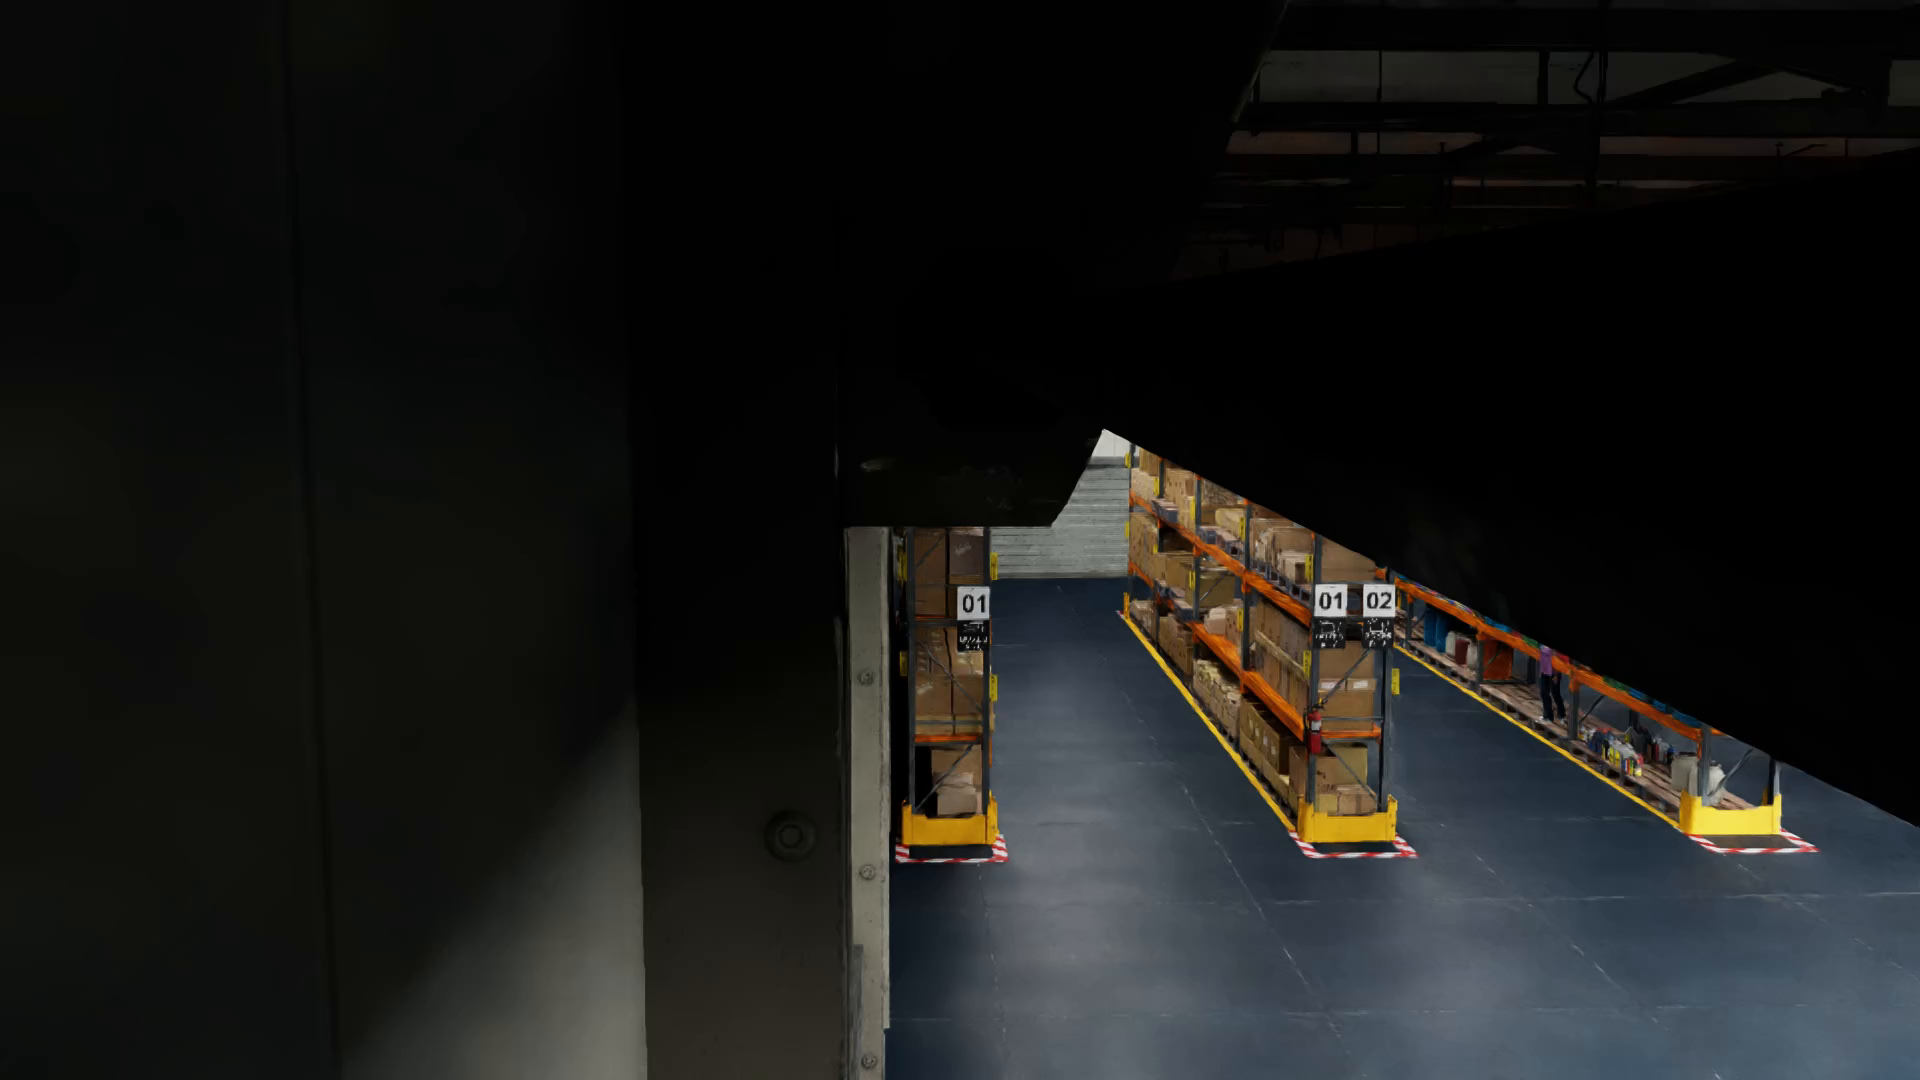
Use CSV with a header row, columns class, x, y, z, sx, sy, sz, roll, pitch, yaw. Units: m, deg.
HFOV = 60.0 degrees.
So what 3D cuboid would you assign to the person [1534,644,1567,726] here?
class,x,y,z,sx,sy,sz,roll,pitch,yaw
person,9.170,2.058,25.684,0.438,1.593,0.486,-1,7,-10
